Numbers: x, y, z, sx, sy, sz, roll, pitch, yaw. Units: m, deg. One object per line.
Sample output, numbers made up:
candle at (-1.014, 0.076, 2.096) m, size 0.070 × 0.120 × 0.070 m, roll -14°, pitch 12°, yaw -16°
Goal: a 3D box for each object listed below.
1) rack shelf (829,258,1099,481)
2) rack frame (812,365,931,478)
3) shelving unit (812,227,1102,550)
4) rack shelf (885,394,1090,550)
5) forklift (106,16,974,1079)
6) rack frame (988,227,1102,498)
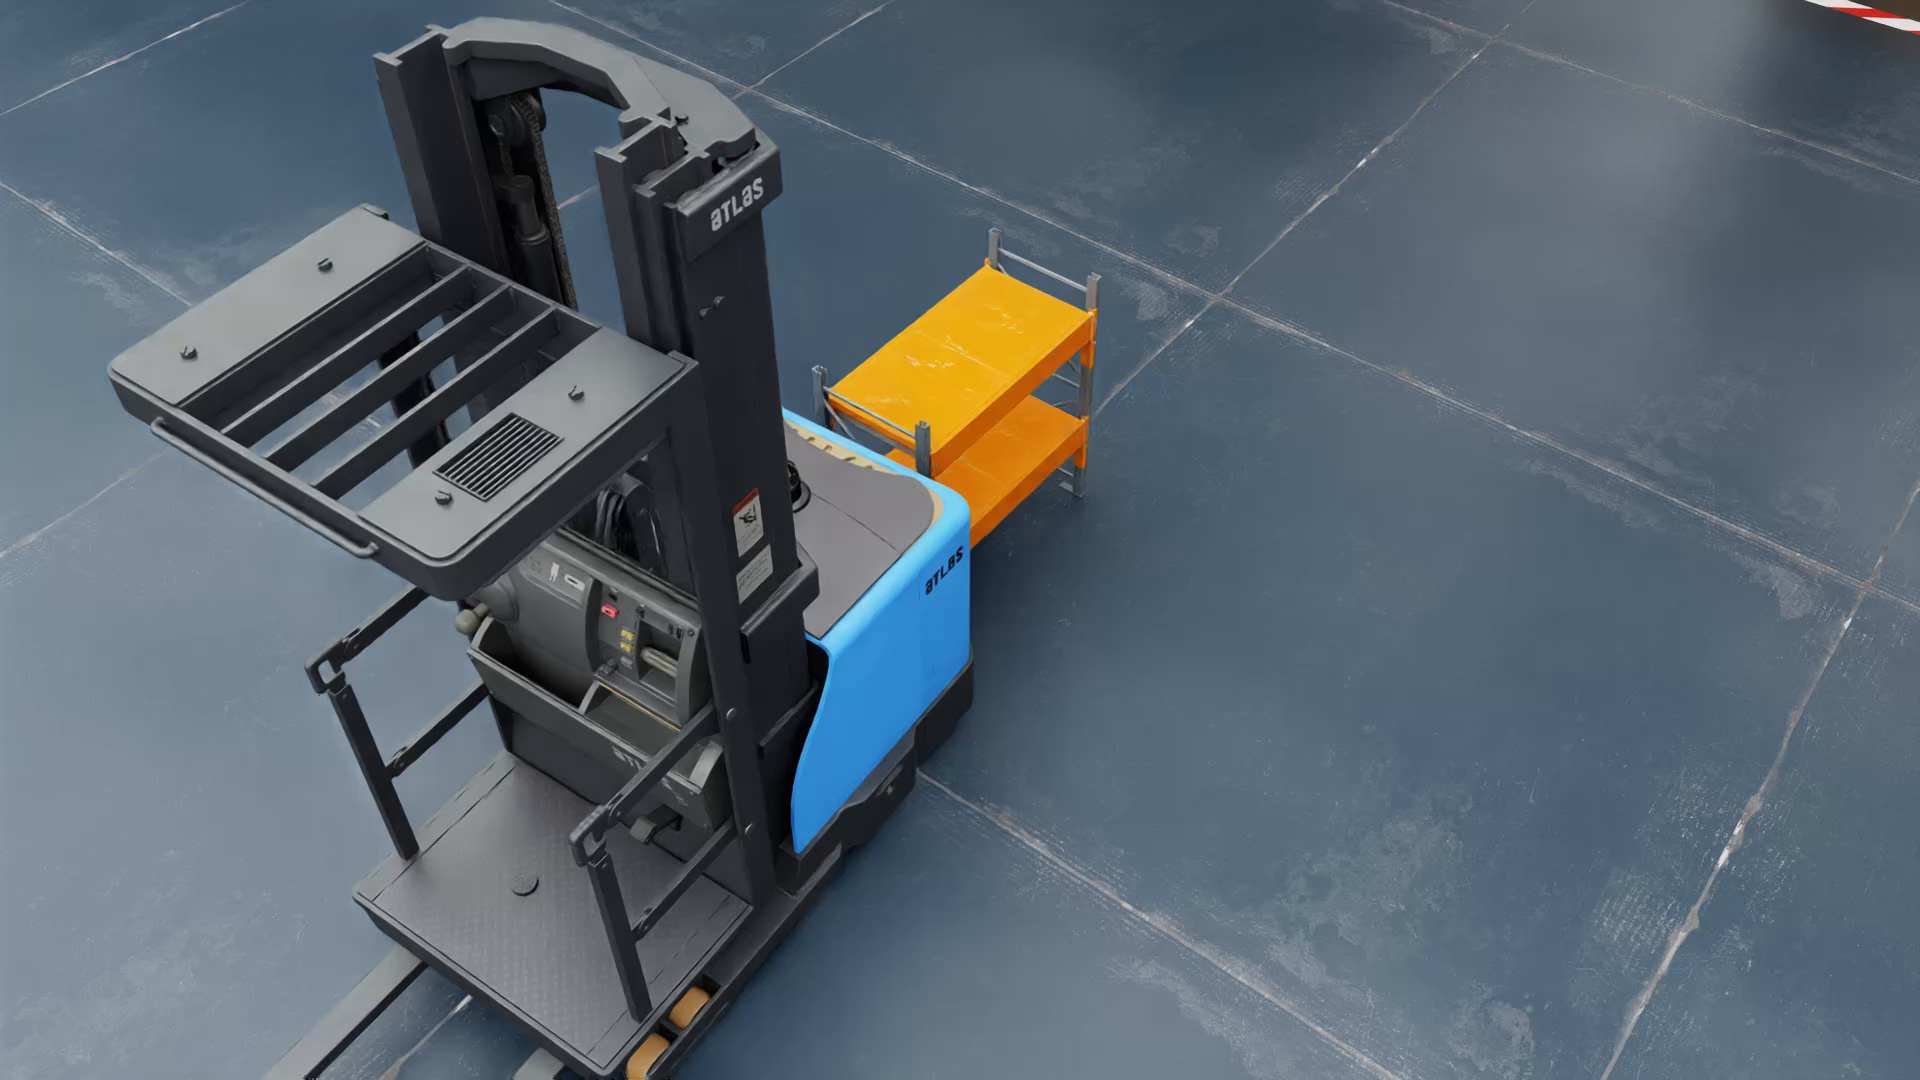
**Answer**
rack shelf at (0.004, -0.595, 6.135) m, size 0.538 × 0.278 × 1.000 m, roll 29°, pitch 53°, yaw 25°
rack frame at (-0.307, -0.102, 6.069) m, size 0.500 × 1.125 × 0.032 m, roll 29°, pitch 53°, yaw 25°
shelving unit at (0.004, -0.392, 6.347) m, size 0.538 × 1.125 × 1.048 m, roll 29°, pitch 53°, yaw 25°
rack shelf at (0.004, -0.224, 6.524) m, size 0.538 × 0.278 × 1.000 m, roll 29°, pitch 53°, yaw 25°
forklift at (-1.198, 0.276, 4.459) m, size 1.130 × 2.935 × 3.031 m, roll 26°, pitch 52°, yaw 23°
rack frame at (0.315, -0.683, 6.625) m, size 0.500 × 1.125 × 0.032 m, roll 29°, pitch 53°, yaw 25°
